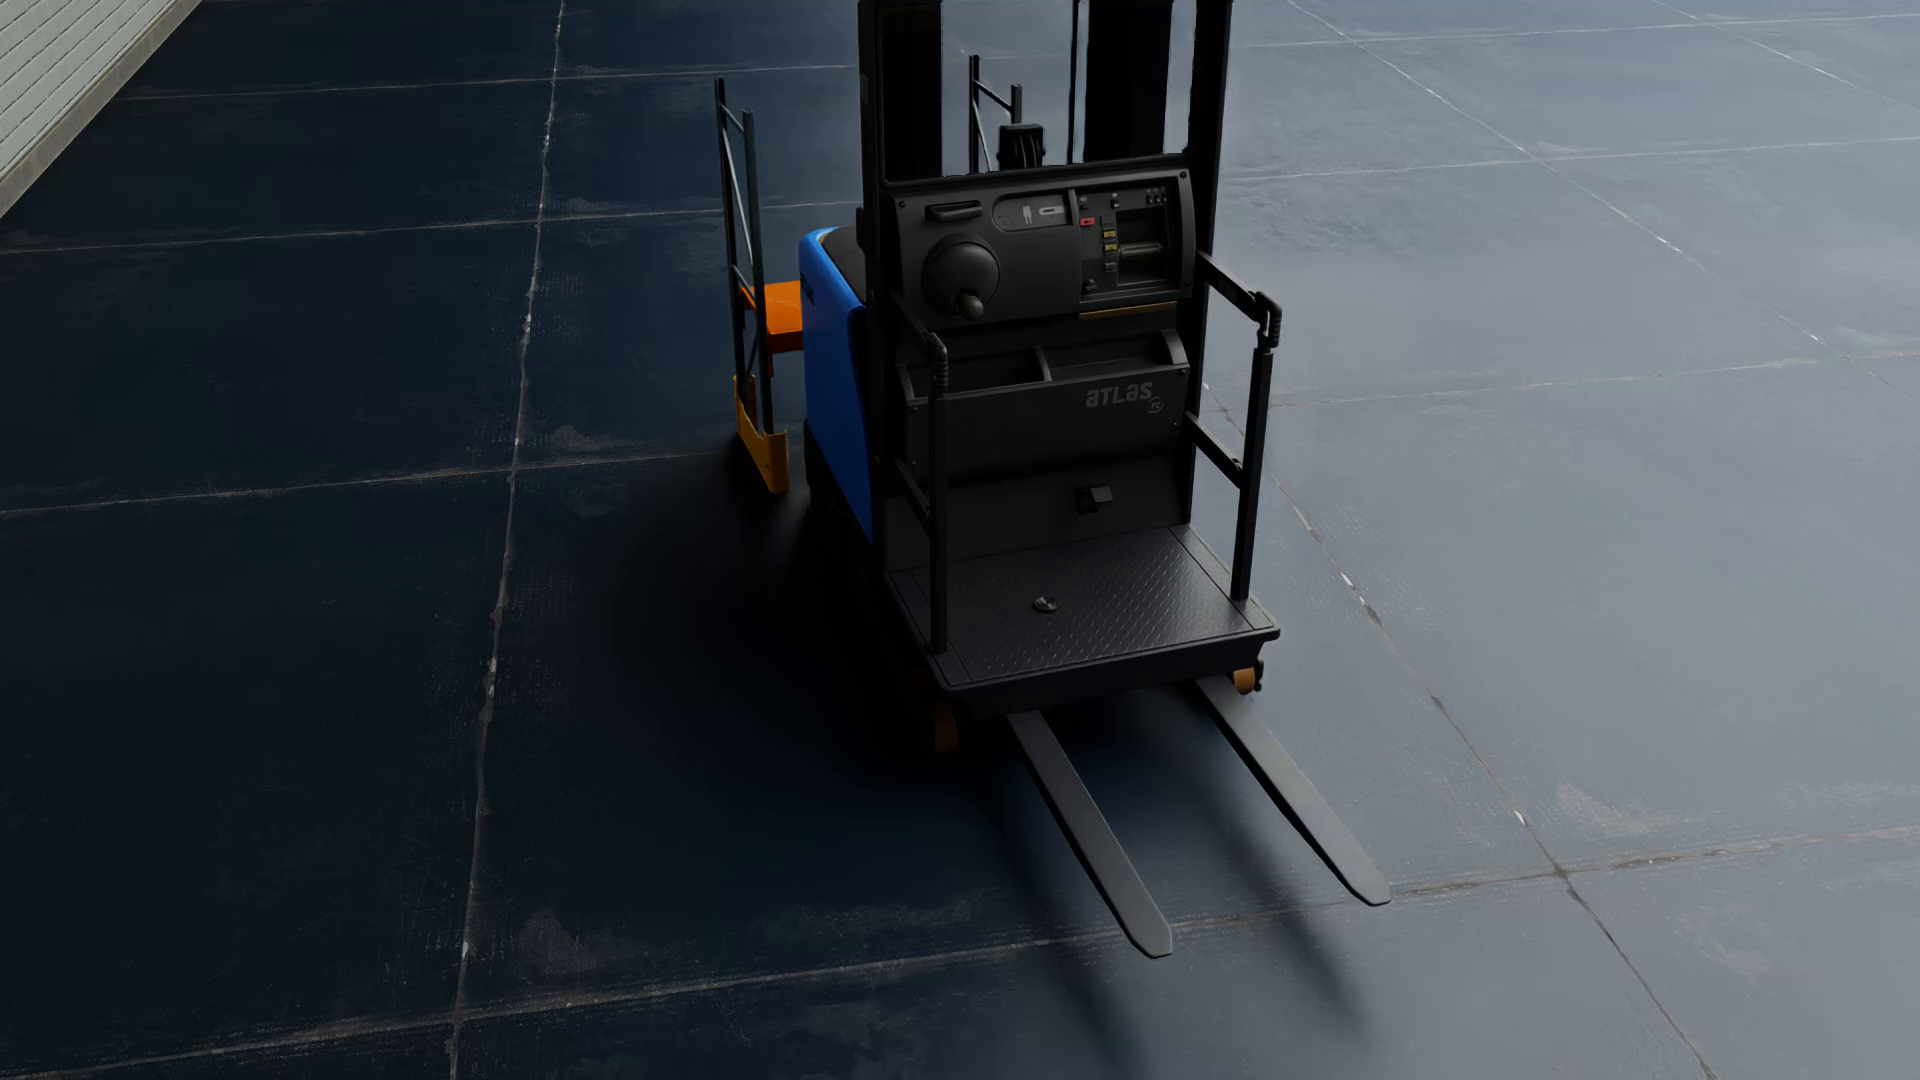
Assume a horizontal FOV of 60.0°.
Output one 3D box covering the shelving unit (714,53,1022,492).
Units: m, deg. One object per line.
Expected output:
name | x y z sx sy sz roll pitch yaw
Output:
shelving unit | -0.339 -1.066 6.583 1.083 1.500 0.587 -10 32 -17

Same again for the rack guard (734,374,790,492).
rack guard | -0.808 -0.441 6.754 0.087 0.250 0.587 -10 32 -17

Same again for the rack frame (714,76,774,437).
rack frame | -0.826 -0.977 6.431 0.032 1.500 0.500 -10 32 -17

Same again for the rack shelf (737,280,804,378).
rack shelf | -0.348 -0.909 6.671 1.000 0.185 0.538 -10 32 -17

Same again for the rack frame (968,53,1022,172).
rack frame | 0.130 -1.151 6.729 0.032 1.500 0.500 -10 32 -17

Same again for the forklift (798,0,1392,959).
forklift | 0.328 -0.830 4.771 1.130 2.935 3.031 -9 32 -15
